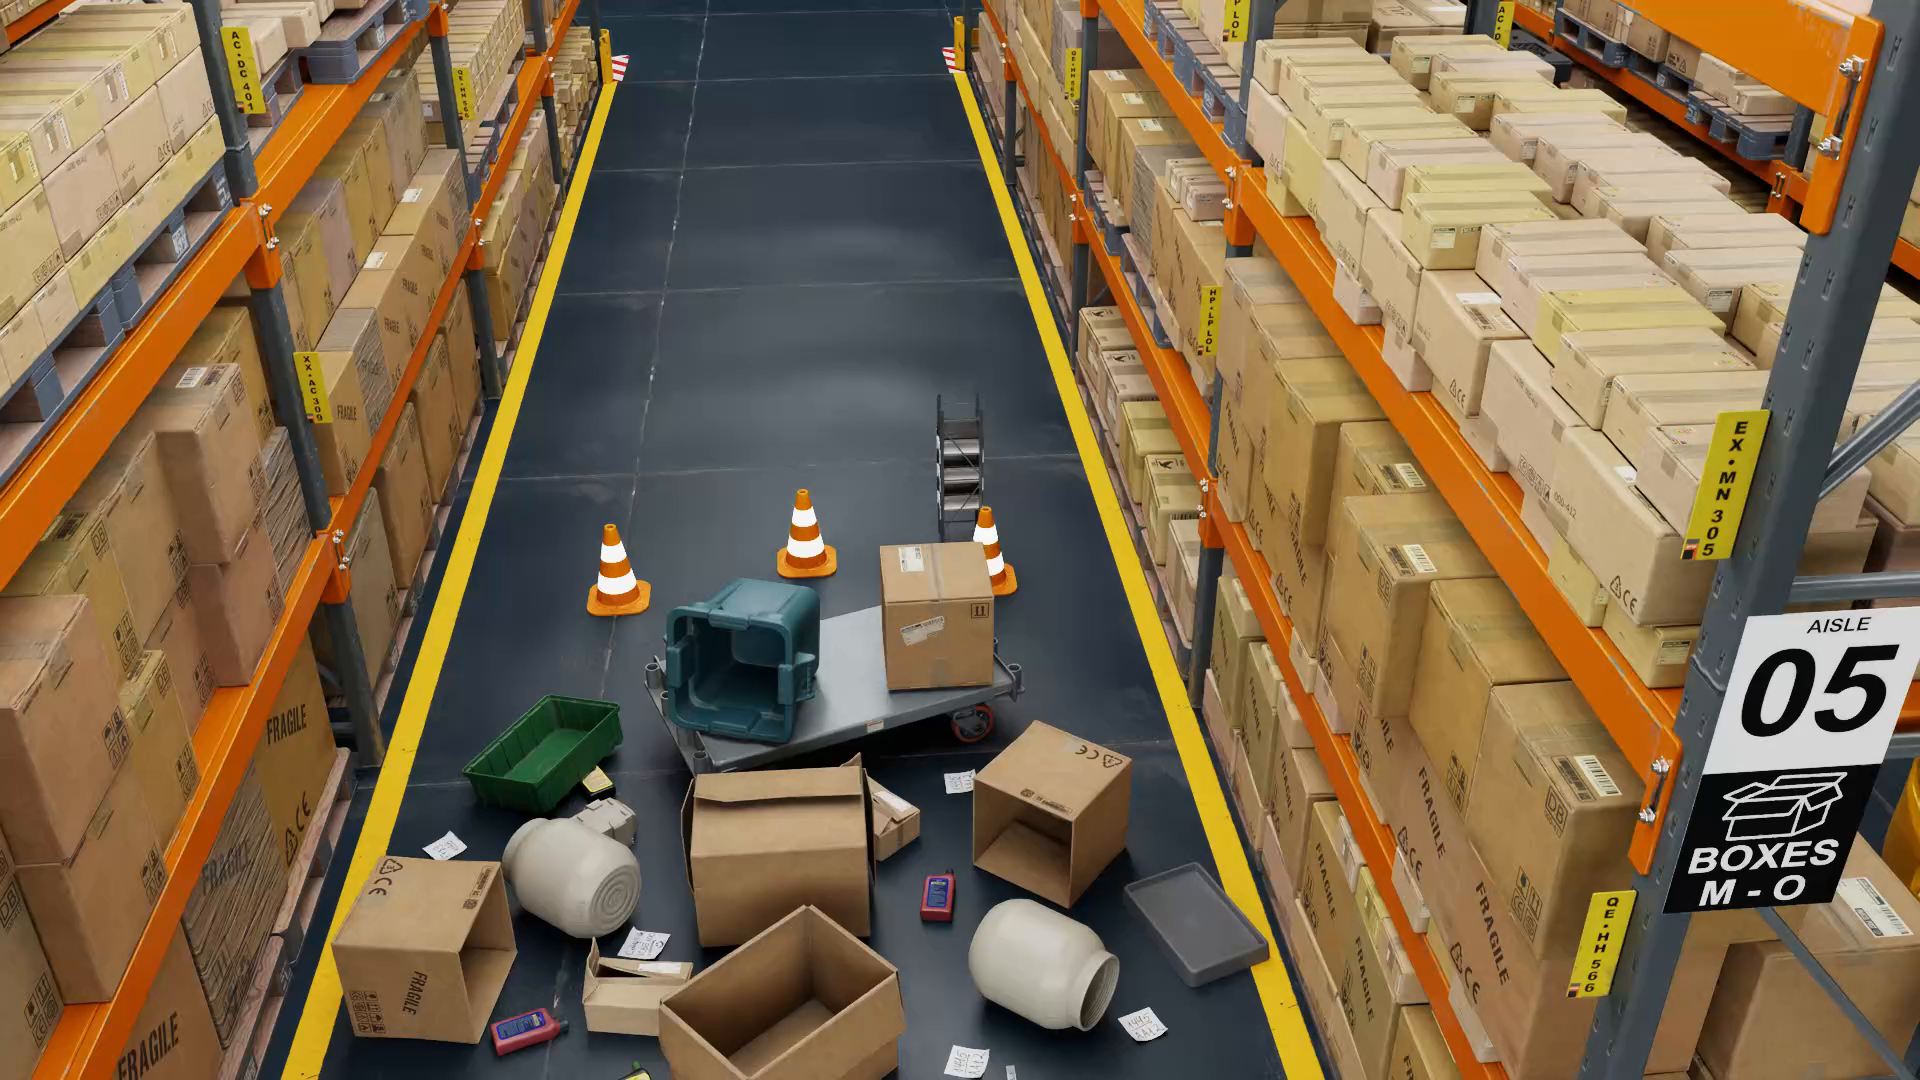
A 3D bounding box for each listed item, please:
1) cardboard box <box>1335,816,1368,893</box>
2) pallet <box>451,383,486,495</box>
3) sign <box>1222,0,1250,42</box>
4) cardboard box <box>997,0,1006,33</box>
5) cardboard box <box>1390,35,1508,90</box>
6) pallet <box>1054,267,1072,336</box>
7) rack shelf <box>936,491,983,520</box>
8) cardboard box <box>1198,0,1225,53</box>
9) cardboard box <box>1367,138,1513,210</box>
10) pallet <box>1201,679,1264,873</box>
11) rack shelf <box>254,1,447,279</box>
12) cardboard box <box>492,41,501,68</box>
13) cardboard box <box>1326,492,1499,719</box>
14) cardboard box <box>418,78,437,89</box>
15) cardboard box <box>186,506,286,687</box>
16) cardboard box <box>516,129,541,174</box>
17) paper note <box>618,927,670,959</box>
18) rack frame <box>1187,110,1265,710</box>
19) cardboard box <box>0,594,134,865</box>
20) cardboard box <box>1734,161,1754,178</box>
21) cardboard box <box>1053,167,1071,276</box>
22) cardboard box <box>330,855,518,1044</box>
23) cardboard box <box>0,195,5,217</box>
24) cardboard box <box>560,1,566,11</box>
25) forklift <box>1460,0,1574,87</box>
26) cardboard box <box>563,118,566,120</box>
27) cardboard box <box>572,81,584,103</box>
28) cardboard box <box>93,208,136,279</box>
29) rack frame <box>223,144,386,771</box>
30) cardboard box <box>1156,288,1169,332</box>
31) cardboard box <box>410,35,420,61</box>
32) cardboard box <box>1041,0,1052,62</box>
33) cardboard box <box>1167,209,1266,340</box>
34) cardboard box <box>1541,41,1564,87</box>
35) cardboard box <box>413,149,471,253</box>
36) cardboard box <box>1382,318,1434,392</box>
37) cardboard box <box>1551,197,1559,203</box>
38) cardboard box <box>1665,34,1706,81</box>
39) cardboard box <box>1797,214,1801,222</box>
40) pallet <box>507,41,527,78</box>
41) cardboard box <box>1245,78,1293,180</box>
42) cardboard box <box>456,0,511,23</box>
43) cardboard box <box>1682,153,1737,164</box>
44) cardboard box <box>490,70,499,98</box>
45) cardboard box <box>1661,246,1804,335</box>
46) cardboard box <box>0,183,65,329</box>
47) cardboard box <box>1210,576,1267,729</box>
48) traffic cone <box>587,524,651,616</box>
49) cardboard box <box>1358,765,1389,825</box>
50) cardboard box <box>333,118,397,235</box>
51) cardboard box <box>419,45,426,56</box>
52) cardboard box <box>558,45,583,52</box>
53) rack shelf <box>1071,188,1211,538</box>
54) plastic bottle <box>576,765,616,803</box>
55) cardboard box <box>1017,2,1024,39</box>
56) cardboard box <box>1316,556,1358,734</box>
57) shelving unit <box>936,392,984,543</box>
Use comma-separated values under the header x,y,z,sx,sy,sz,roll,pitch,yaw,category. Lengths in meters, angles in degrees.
x,y,z,sx,sy,sz,roll,pitch,yaw,category
1.550,1.105,5.883,0.380,0.149,0.250,-1,31,-2,cardboard box
-3.639,-0.643,10.621,1.003,0.211,1.213,-3,31,-5,pallet
1.103,-2.143,6.600,0.100,0.325,0.005,-3,31,-5,sign
0.610,-4.845,14.839,0.500,0.500,0.500,-2,31,-4,cardboard box
1.902,-1.864,6.488,0.380,0.149,0.250,-2,31,-4,cardboard box
1.283,-1.744,12.465,1.003,0.211,1.213,-3,31,-5,pallet
-0.001,-0.207,9.636,0.258,0.077,0.200,-3,31,-5,rack shelf
1.414,-2.447,7.733,0.500,0.250,0.500,-2,31,-4,cardboard box
1.536,-1.177,5.337,0.380,0.149,0.250,-3,31,-5,cardboard box
1.753,1.045,7.795,1.003,0.211,1.213,-3,31,-5,pallet
-3.451,-2.204,8.292,1.077,0.370,4.000,-3,31,-5,rack shelf
-3.651,-3.622,12.435,0.380,0.149,0.250,-3,31,-4,cardboard box
1.574,0.185,5.153,0.700,0.500,0.500,-3,31,-5,cardboard box
-3.516,-2.957,11.031,0.380,0.149,0.250,-4,31,-6,cardboard box
-3.144,0.199,6.346,0.875,0.550,0.550,-3,31,-5,cardboard box
-3.655,-3.087,13.290,0.500,0.250,0.500,-1,31,-2,cardboard box
-1.315,1.679,6.917,0.172,0.023,0.155,8,32,13,paper note
1.655,-0.493,7.651,1.000,3.000,0.127,-3,31,-5,rack frame
-2.947,0.550,4.705,0.875,0.550,0.550,-3,31,-5,cardboard box
6.378,-2.976,13.203,0.380,0.149,0.250,-3,31,-6,cardboard box
1.220,-2.616,12.867,0.875,0.875,0.875,-2,31,-4,cardboard box
-2.097,1.611,6.563,0.500,0.500,0.500,2,31,4,cardboard box
-2.746,-0.873,4.322,0.380,0.149,0.250,-2,31,-4,cardboard box
-3.884,-5.011,15.460,0.380,0.149,0.250,-1,31,-2,cardboard box
2.896,-2.020,10.273,1.130,2.935,3.031,-4,31,-6,forklift
-3.959,-3.970,15.842,0.380,0.149,0.250,-4,31,-7,cardboard box
-3.881,-4.359,16.204,0.380,0.149,0.250,-2,31,-4,cardboard box
-2.816,-0.918,5.176,0.380,0.149,0.250,-2,31,-4,cardboard box
-3.264,-0.204,7.167,1.000,3.000,0.127,-3,31,-5,rack frame
1.238,-1.210,8.687,0.380,0.149,0.250,-3,31,-4,cardboard box
-4.330,-3.731,12.618,0.380,0.149,0.250,-2,31,-3,cardboard box
0.877,-3.774,12.072,0.500,0.500,0.500,-3,31,-5,cardboard box
1.336,-1.322,8.241,0.500,0.500,0.500,-3,31,-4,cardboard box
5.576,-4.681,16.691,0.700,0.500,0.500,-4,31,-6,cardboard box
-3.328,-2.072,10.197,0.500,0.500,0.500,-3,31,-5,cardboard box
1.529,-0.582,5.119,0.380,0.149,0.250,-3,31,-5,cardboard box
2.046,-1.113,5.619,0.500,0.250,0.500,-3,31,-5,cardboard box
5.886,-3.824,12.717,0.797,0.503,0.637,-3,31,-6,cardboard box
6.463,-2.111,12.387,0.500,0.500,0.500,-2,31,-3,cardboard box
-4.085,-3.809,13.390,1.003,0.211,1.213,-3,31,-5,pallet
1.423,-1.606,6.446,0.500,0.250,0.500,-3,31,-6,cardboard box
-3.731,-4.152,13.031,0.380,0.149,0.250,-4,31,-6,cardboard box
5.884,-2.939,13.142,0.380,0.149,0.250,-3,31,-5,cardboard box
-3.627,-3.367,12.297,0.380,0.149,0.250,-4,31,-6,cardboard box
2.129,-0.676,4.500,0.380,0.149,0.250,-3,31,-5,cardboard box
-2.822,-0.768,4.535,0.500,0.250,0.500,-3,31,-5,cardboard box
1.441,0.499,7.530,0.500,0.500,0.500,-1,31,-2,cardboard box
-1.886,0.128,9.085,0.336,0.463,0.334,-3,31,-5,traffic cone
1.592,0.827,5.686,0.380,0.149,0.250,-3,31,-5,cardboard box
-3.507,-1.969,9.049,0.700,0.500,0.500,-3,31,-5,cardboard box
-4.359,-3.741,12.923,0.380,0.149,0.250,-2,31,-4,cardboard box
-4.005,-4.892,16.806,0.380,0.149,0.250,-4,31,-7,cardboard box
1.468,-1.205,9.545,1.077,0.370,4.000,-3,31,-5,rack shelf
-1.736,1.126,7.806,0.133,0.061,0.283,-20,36,-30,plastic bottle
0.745,-4.225,13.557,0.500,0.250,0.500,-2,31,-4,cardboard box
1.590,0.344,5.863,0.500,0.500,0.500,-2,31,-4,cardboard box
-0.001,-0.390,9.527,0.258,0.900,0.210,-3,31,-5,shelving unit
